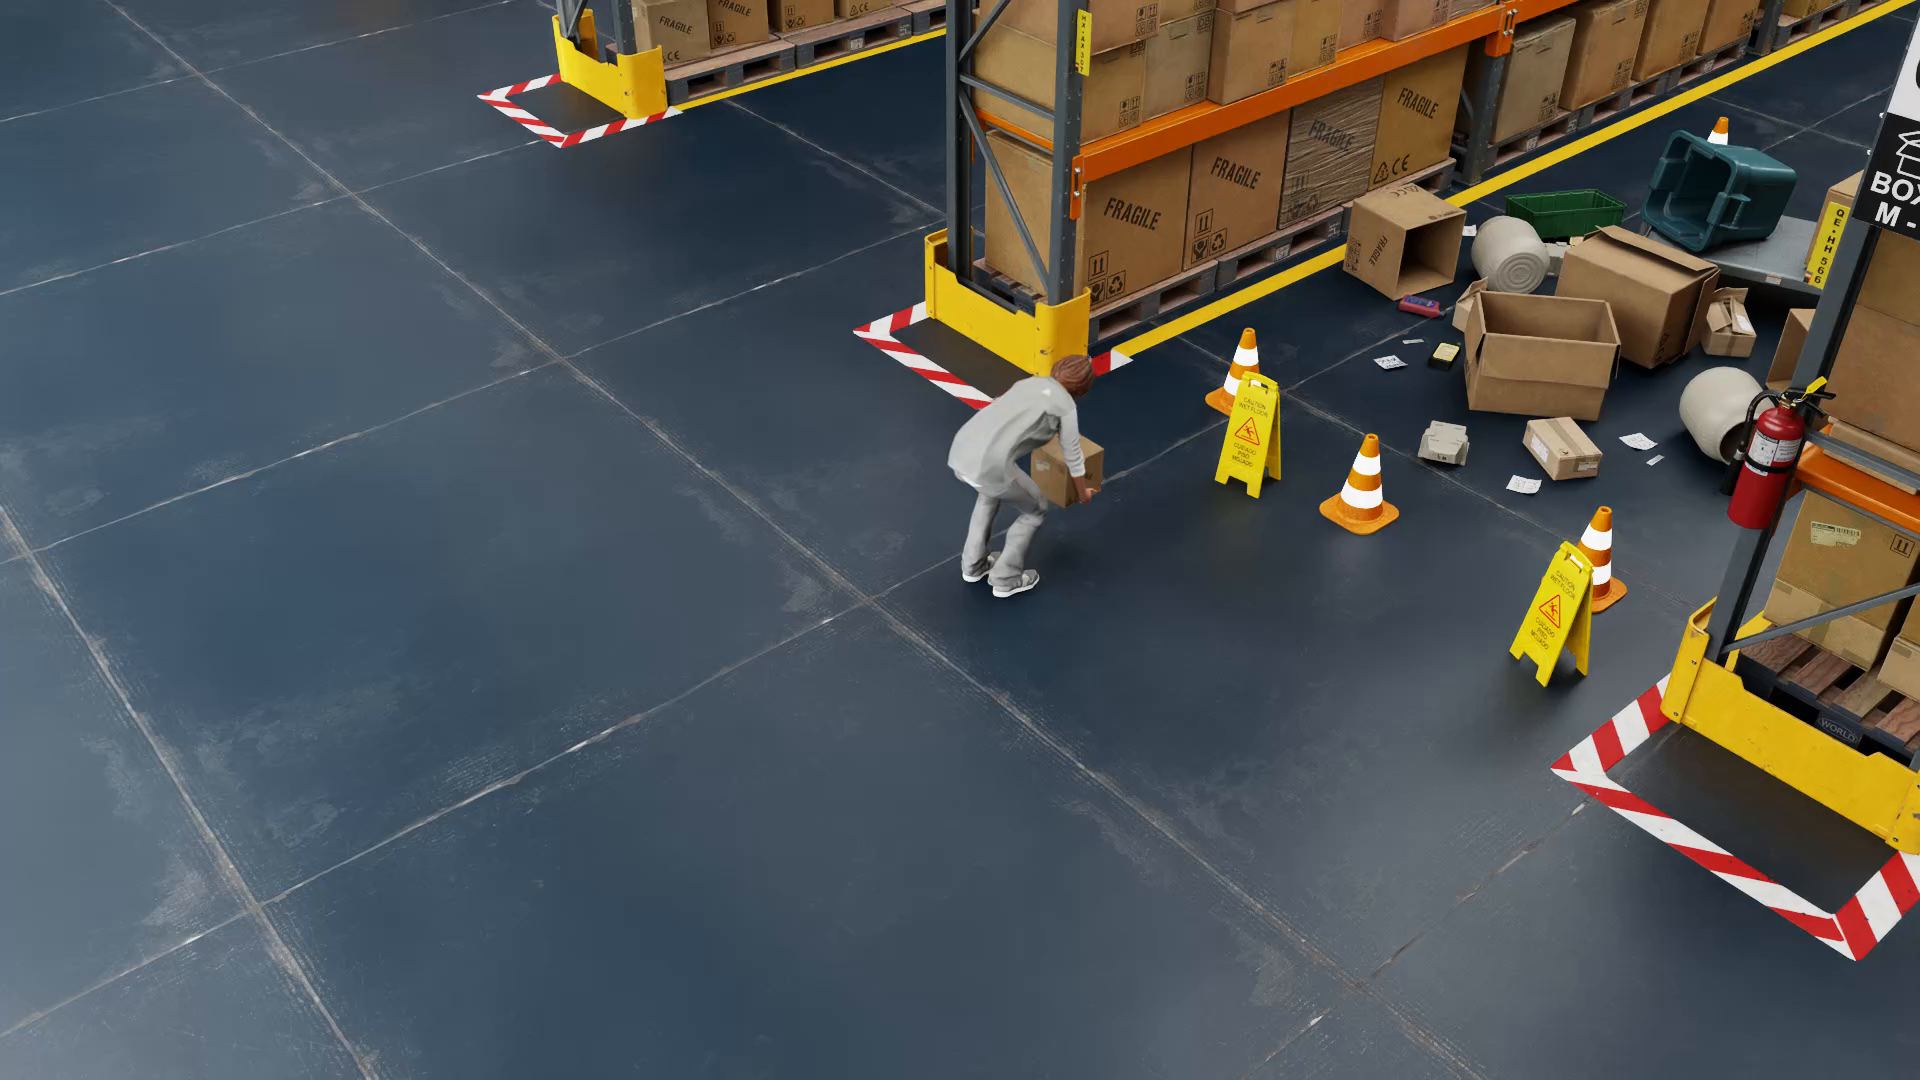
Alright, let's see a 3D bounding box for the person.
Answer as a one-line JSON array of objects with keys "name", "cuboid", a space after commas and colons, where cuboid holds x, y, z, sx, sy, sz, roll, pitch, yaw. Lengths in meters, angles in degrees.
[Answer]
[{"name": "person", "cuboid": [0.310, -0.292, 7.922, 0.850, 1.074, 0.404, -29, 45, -33]}]
